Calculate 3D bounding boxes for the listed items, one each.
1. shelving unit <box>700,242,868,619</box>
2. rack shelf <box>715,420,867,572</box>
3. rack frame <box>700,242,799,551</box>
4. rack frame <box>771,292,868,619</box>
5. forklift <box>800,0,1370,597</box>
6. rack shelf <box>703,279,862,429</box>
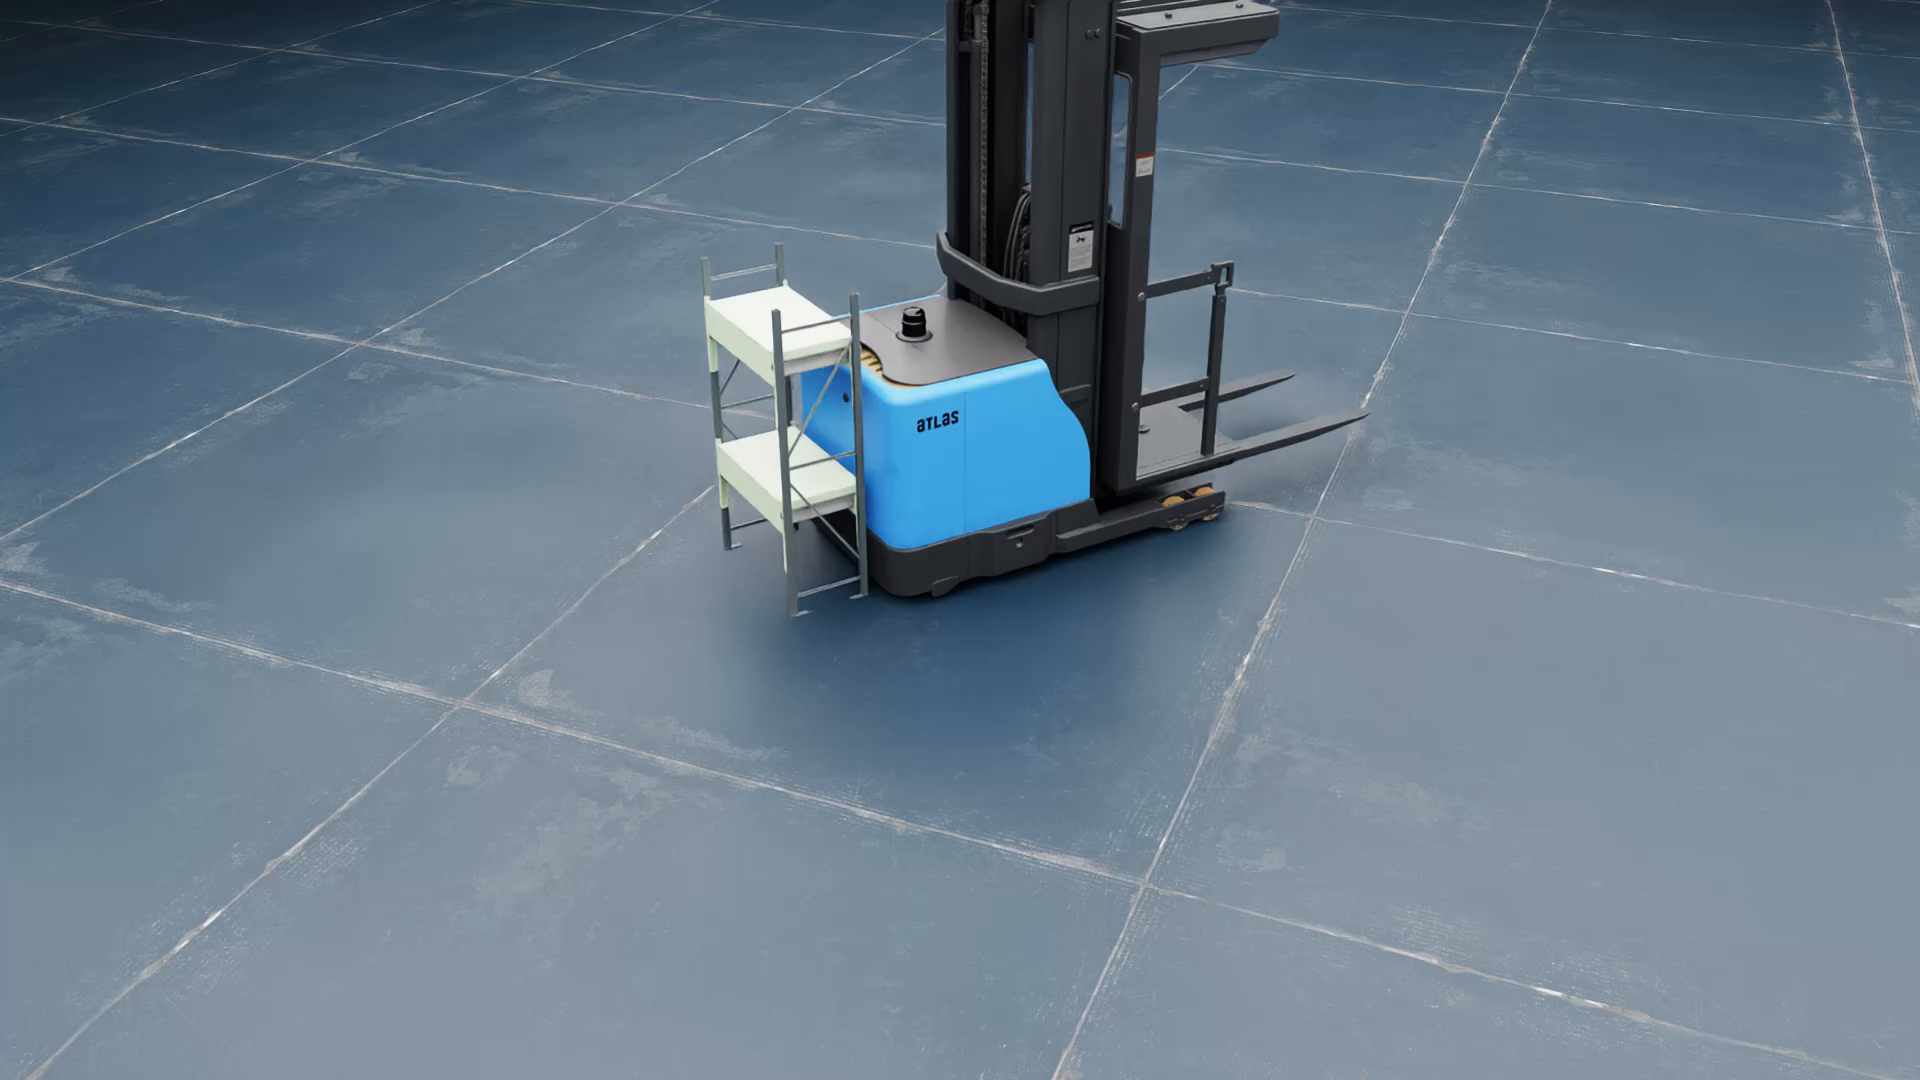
[{"bbox_3d":[-0.795,-0.501,7.613,0.431,1.500,0.755,-17,33,-27],"label":"shelving unit"},{"bbox_3d":[-0.795,-0.218,7.773,0.431,0.370,0.720,-17,33,-27],"label":"rack shelf"},{"bbox_3d":[-0.984,-0.656,7.886,0.400,1.500,0.023,-17,33,-27],"label":"rack frame"},{"bbox_3d":[-0.606,-0.347,7.340,0.400,1.500,0.023,-17,33,-27],"label":"rack frame"},{"bbox_3d":[0.751,-1.534,7.986,3.031,2.935,1.130,-16,33,-26],"label":"forklift"},{"bbox_3d":[-0.795,-0.841,7.421,0.431,0.370,0.720,-17,33,-27],"label":"rack shelf"}]
